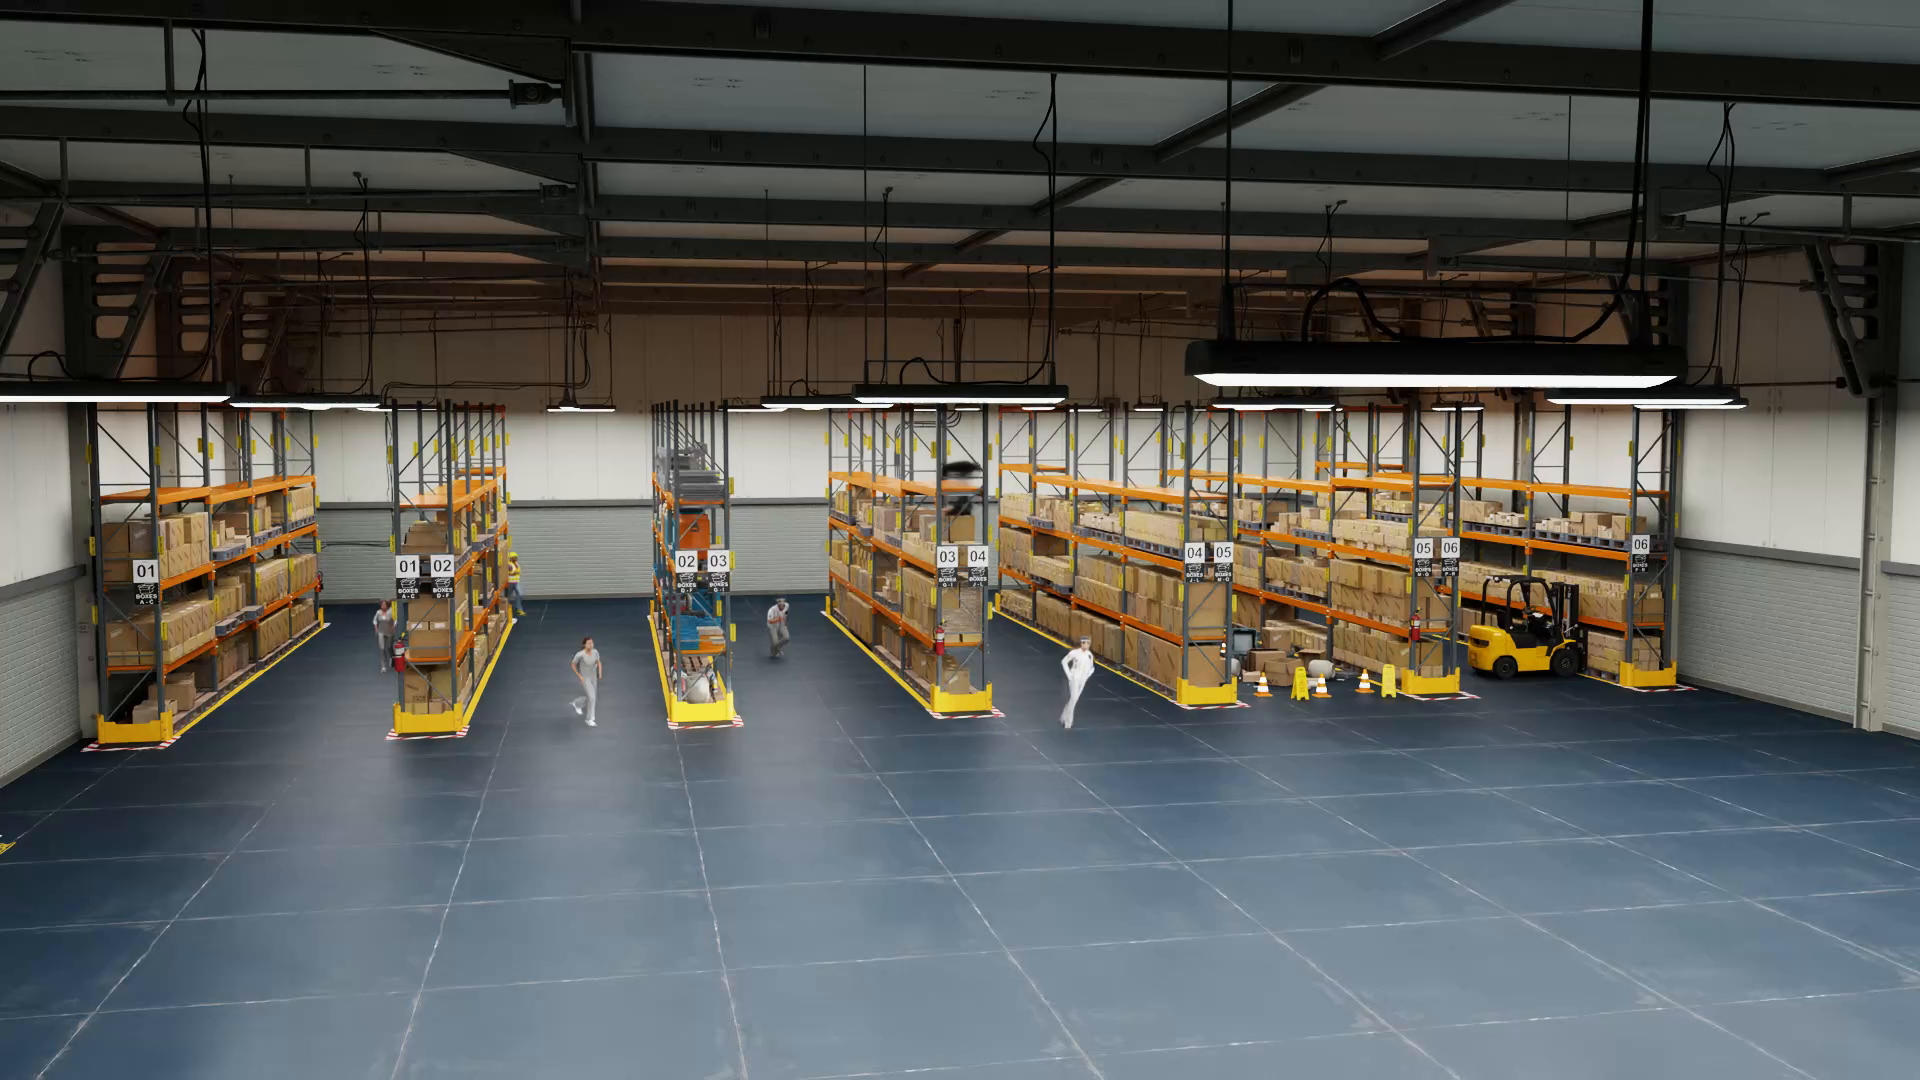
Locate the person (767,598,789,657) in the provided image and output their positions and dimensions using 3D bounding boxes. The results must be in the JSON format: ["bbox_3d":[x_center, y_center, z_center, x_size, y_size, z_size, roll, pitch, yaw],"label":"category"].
[{"bbox_3d":[-4.261,2.057,38.996,0.675,1.468,1.022,-3,5,-32],"label":"person"}]

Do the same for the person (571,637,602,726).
[{"bbox_3d":[-6.974,2.606,30.836,0.588,1.670,0.704,-4,6,-45],"label":"person"}]

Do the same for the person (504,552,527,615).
[{"bbox_3d":[-12.829,1.258,47.568,0.854,1.814,0.679,2,5,24],"label":"person"}]

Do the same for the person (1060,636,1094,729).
[{"bbox_3d":[2.147,2.617,30.653,0.726,1.702,0.599,-3,5,-33],"label":"person"}]

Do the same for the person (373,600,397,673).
[{"bbox_3d":[-12.857,2.132,37.251,0.557,1.604,0.800,-1,4,-8],"label":"person"}]
